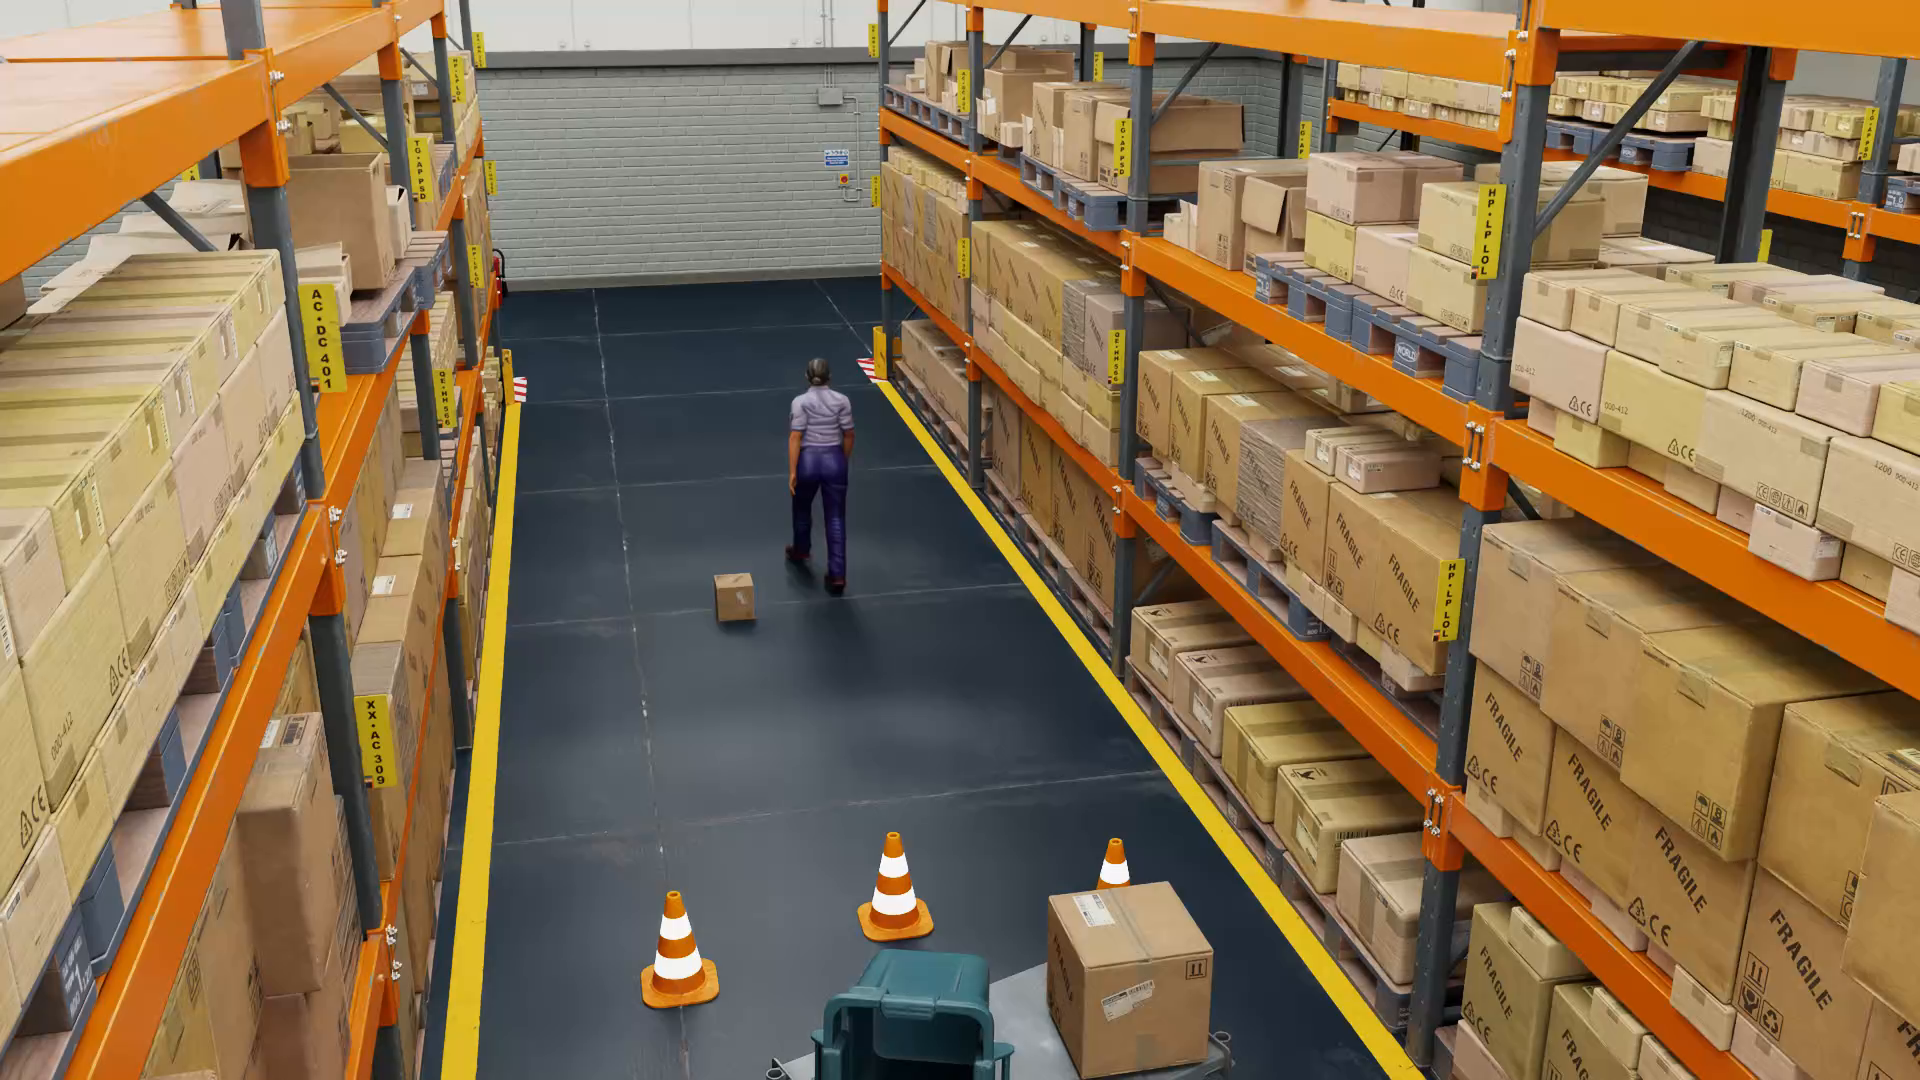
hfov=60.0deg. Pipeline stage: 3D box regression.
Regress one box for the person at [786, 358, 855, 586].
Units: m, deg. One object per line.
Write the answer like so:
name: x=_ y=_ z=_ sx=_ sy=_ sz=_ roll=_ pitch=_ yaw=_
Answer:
person: x=-1.008 y=-0.535 z=12.059 sx=0.510 sy=1.591 sz=0.945 roll=-4 pitch=20 yaw=-11
